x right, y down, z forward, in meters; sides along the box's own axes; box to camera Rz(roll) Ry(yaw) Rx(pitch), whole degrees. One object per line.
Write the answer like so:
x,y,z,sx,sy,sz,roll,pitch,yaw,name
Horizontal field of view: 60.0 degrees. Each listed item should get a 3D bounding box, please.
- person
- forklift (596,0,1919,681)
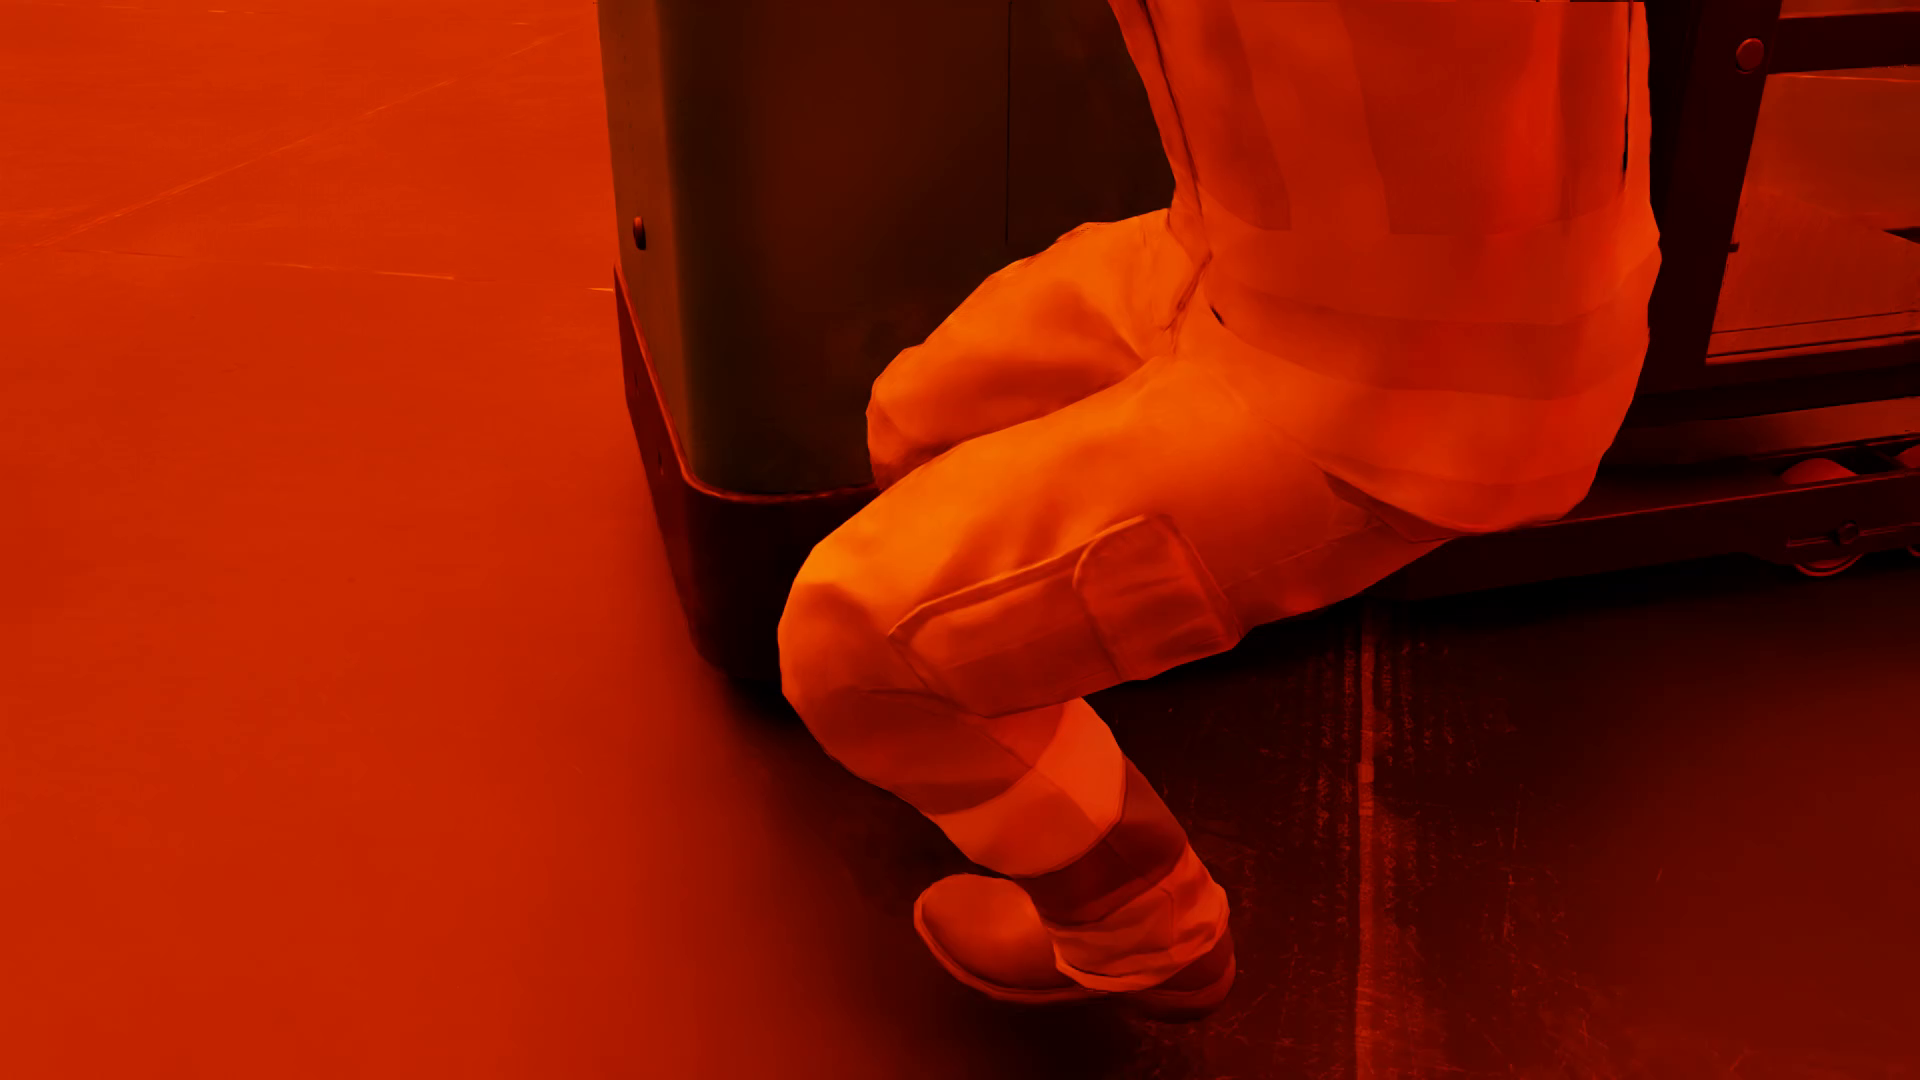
0.067,-0.153,1.143,0.804,1.479,1.613,-5,27,-9,person
1.013,-1.477,2.173,3.031,2.935,1.130,-7,28,-14,forklift
